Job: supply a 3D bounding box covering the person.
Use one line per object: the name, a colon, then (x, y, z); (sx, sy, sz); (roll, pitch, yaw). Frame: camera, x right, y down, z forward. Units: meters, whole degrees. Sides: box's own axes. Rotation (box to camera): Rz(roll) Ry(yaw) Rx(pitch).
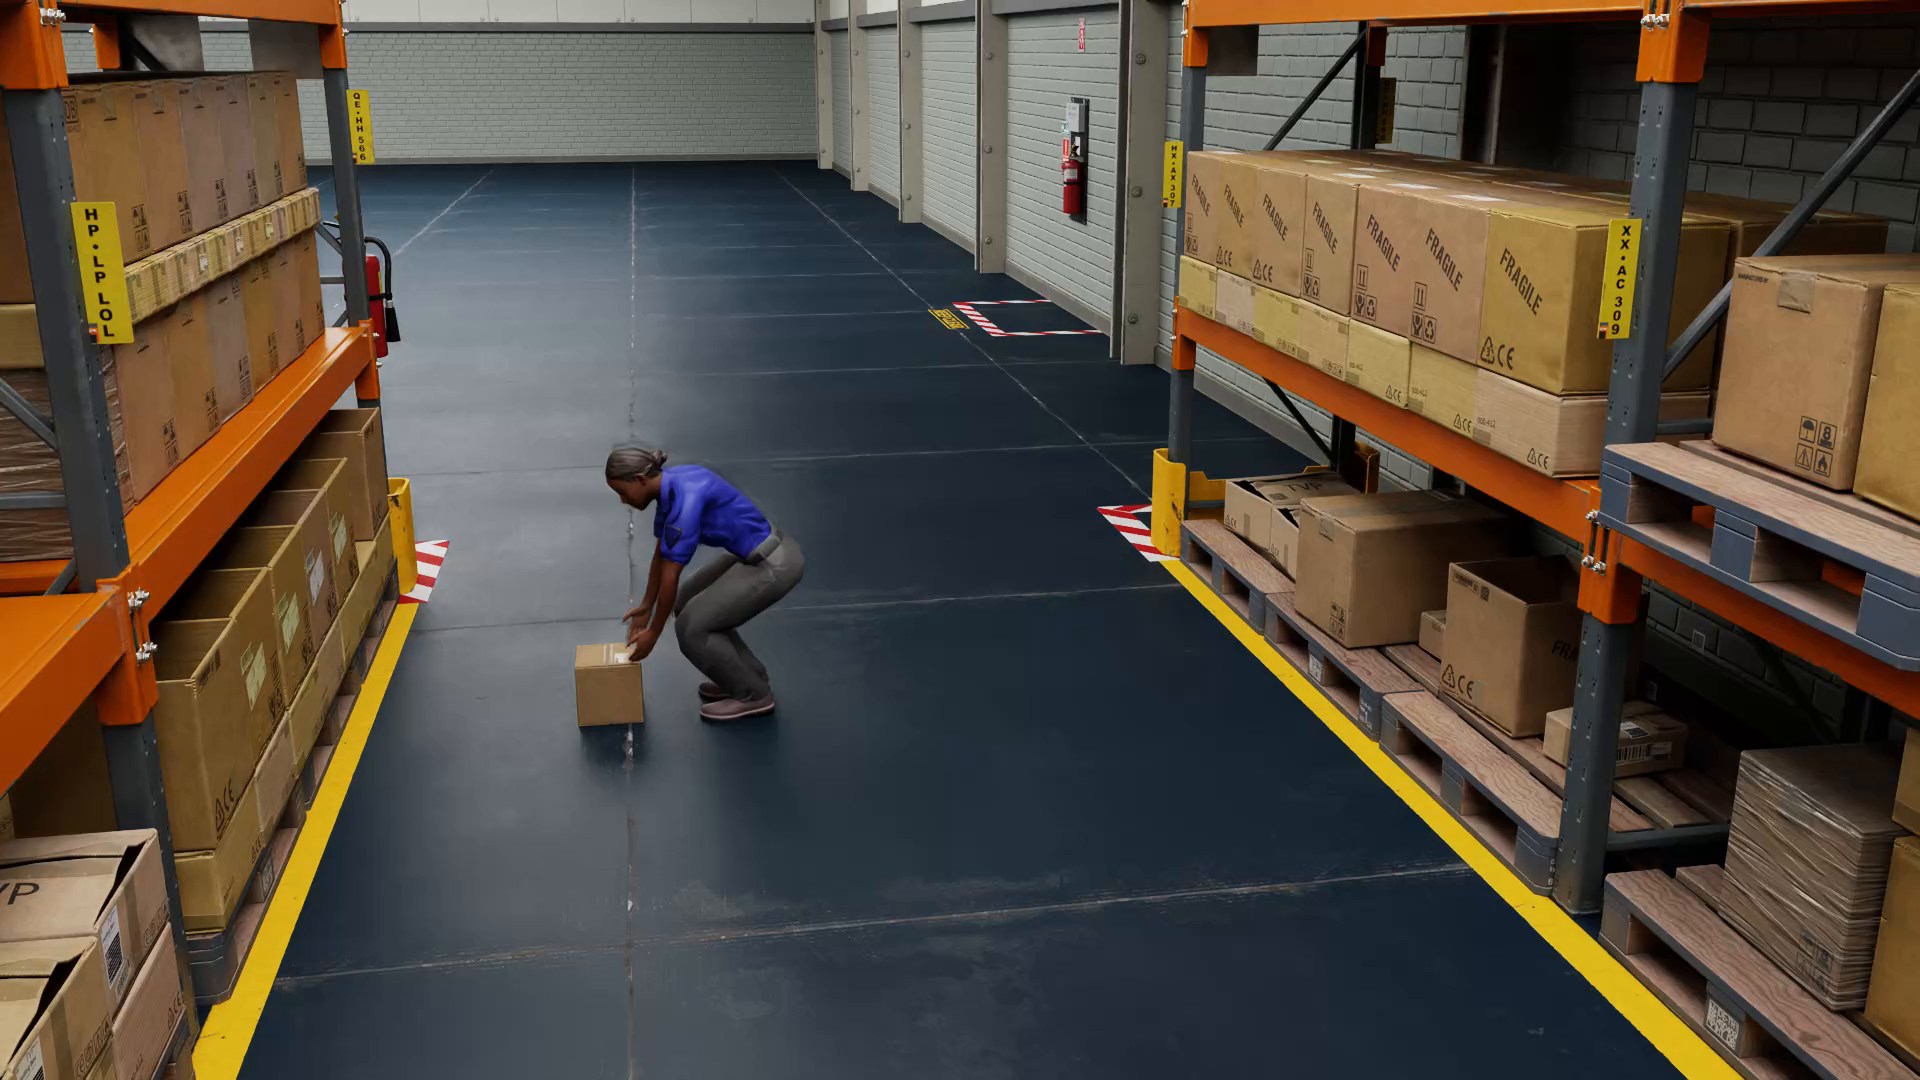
person: (-0.982, 0.150, 6.523); (0.749, 1.106, 0.500); (-3, 17, -10)
